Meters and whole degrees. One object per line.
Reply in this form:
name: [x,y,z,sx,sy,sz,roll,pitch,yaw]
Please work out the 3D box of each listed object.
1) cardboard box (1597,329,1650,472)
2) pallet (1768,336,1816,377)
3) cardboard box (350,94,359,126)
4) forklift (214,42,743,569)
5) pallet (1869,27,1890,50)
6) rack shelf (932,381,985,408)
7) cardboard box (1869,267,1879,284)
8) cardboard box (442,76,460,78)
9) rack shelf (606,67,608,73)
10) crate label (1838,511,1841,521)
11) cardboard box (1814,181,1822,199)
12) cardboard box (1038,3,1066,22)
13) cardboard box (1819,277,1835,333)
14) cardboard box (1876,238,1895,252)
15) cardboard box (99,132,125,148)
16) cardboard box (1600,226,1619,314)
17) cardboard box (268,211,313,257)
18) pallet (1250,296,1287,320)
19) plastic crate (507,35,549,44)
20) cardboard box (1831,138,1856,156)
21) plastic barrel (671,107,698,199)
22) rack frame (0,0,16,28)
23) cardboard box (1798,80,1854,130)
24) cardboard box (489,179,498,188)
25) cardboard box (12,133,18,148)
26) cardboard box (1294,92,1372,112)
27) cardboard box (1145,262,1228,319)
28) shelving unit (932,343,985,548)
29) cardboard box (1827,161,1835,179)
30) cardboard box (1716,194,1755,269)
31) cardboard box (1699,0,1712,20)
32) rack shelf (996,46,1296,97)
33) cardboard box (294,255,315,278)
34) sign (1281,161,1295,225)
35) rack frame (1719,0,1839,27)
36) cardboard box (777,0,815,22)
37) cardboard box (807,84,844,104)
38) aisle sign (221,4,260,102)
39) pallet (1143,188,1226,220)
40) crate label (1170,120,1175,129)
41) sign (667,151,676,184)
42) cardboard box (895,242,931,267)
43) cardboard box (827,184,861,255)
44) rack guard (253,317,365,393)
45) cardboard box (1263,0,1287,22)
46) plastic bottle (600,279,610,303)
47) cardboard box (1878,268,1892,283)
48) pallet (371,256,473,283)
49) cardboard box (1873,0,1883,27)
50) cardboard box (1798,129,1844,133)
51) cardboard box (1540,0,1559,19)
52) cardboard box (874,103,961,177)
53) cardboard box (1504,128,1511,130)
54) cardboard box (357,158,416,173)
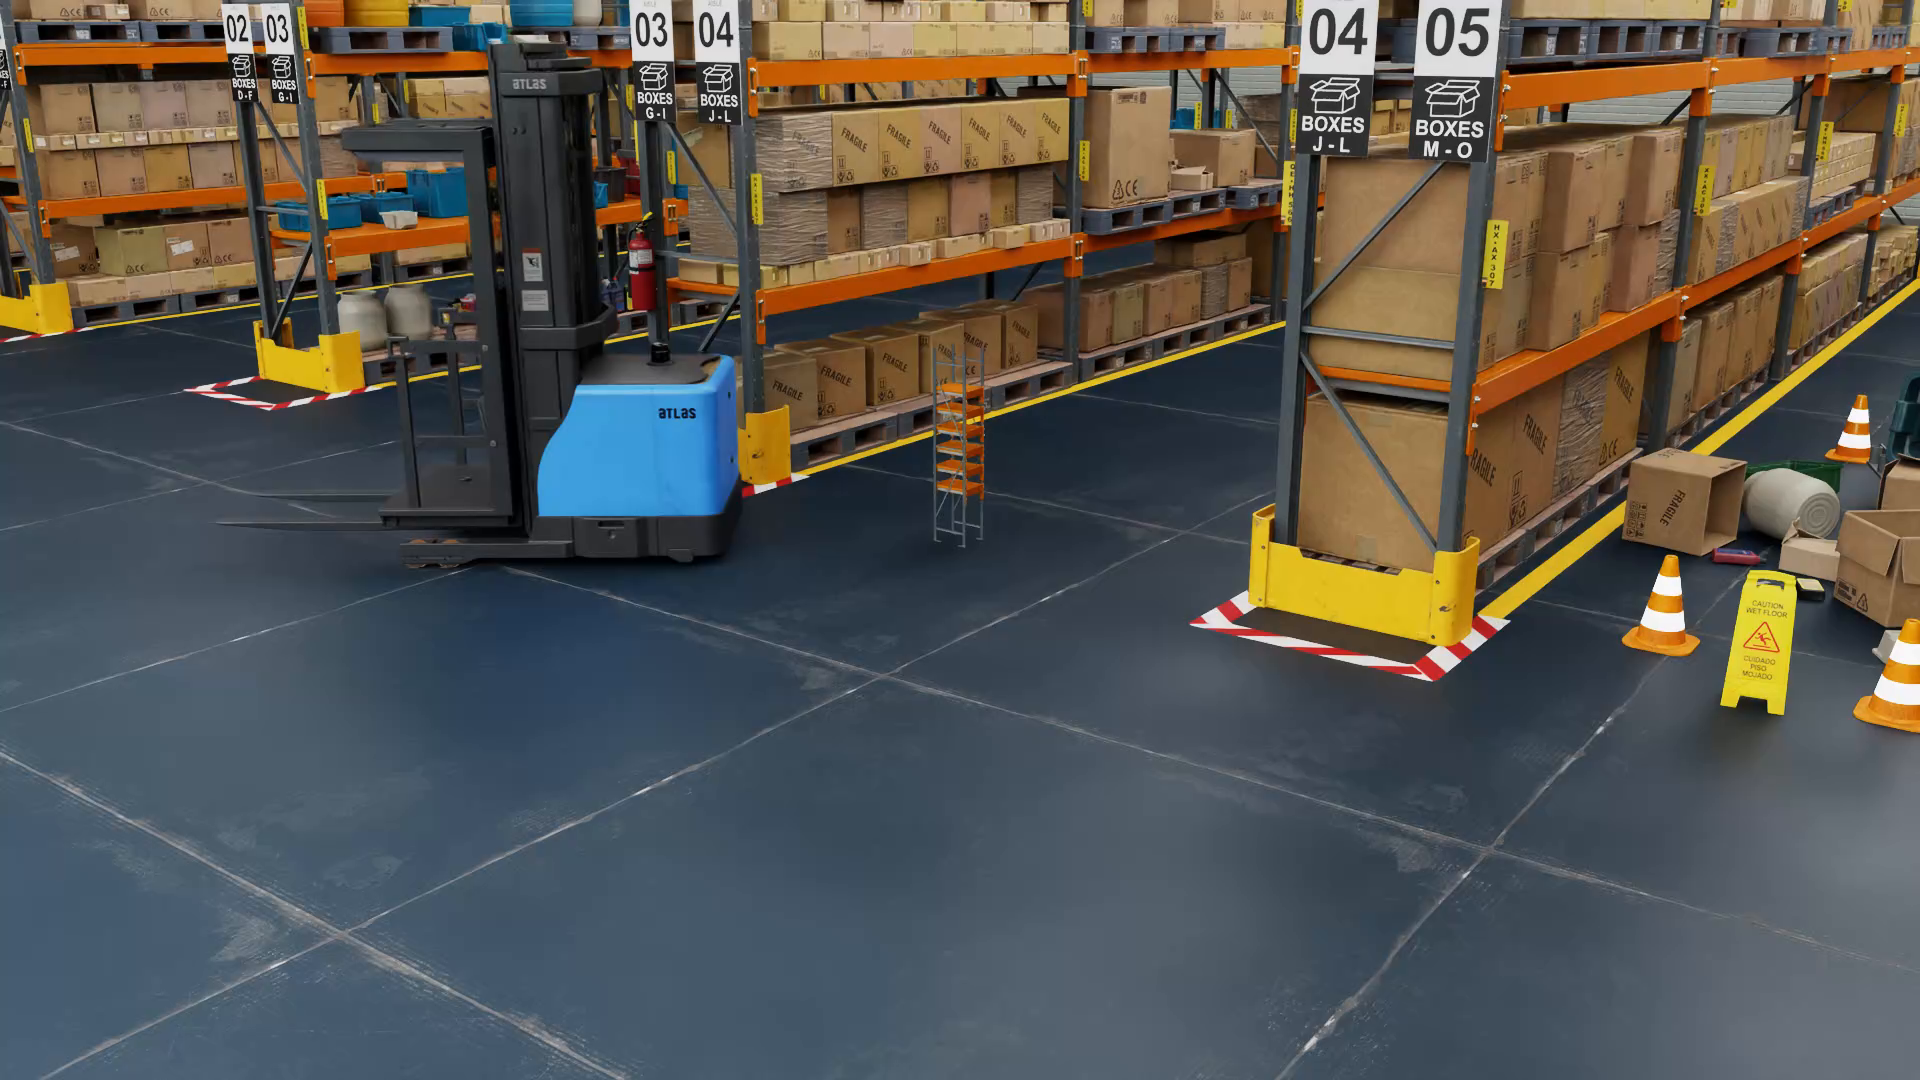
cardboard box: [4.098,-1.031,11.381,0.875,0.875,0.875,13,21,36]
pallet: [7.379,-1.790,15.650,1.003,0.211,1.213,12,21,35]
cardboard box: [-9.529,-6.468,25.104,0.700,0.500,0.500,10,20,30]
forklift: [-2.897,-1.391,9.781,3.031,2.935,1.130,0,17,-1]
pallet: [8.226,-4.855,16.079,1.213,0.211,1.003,12,21,35]
rack shelf: [-0.009,-0.871,9.961,0.258,0.103,0.180,12,21,35]
cardboard box: [9.768,-2.899,18.119,0.380,0.149,0.250,14,22,37]
cardboard box: [-8.264,-7.417,27.103,0.500,0.250,0.500,12,21,33]
rack shelf: [-2.181,-5.324,18.485,1.077,0.370,4.000,12,21,35]
crate label: [5.417,-0.173,10.570,0.298,0.136,0.250,-1,17,-3]
cardboard box: [7.661,-3.215,15.255,0.380,0.149,0.250,14,22,37]
cardboard box: [0.644,-4.306,13.575,0.380,0.149,0.250,13,22,36]
cardboard box: [8.137,-2.309,16.128,0.500,0.500,0.500,12,21,33]
cardboard box: [10.618,-3.424,19.309,0.380,0.149,0.250,13,21,35]
cardboard box: [-9.020,-4.217,17.504,0.380,0.149,0.250,13,21,35]
cardboard box: [3.592,-1.721,10.477,0.875,0.550,0.550,12,21,35]
cardboard box: [-7.756,-3.614,19.488,0.500,0.500,0.500,12,21,35]
pallet: [3.519,-2.679,18.514,1.003,0.211,1.213,12,21,35]
plastic crate: [-4.004,-4.611,15.422,0.243,0.136,0.396,12,21,35]
cardboard box: [8.592,-3.877,16.382,0.380,0.149,0.250,12,21,33]
plastic barrel: [-2.899,-4.036,17.338,0.600,0.901,0.708,12,21,35]
rack frame: [-9.732,-6.547,16.153,1.000,3.000,0.127,12,21,35]
cardboard box: [9.358,-4.715,18.013,0.500,0.500,0.500,12,21,33]
cardboard box: [-7.875,-5.995,27.408,0.750,0.750,0.750,12,21,34]
cardboard box: [-9.657,-4.164,17.333,0.380,0.149,0.250,12,21,34]
cardboard box: [4.222,-4.850,18.943,0.797,0.503,0.637,13,22,36]
cardboard box: [2.285,-2.555,16.886,0.700,0.500,0.500,10,20,30]
shelving unit: [-0.009,-0.570,10.055,0.258,1.200,0.189,12,21,35]
cardboard box: [7.977,-3.486,15.626,0.380,0.149,0.250,12,21,35]
cardboard box: [5.658,-2.347,12.576,0.500,0.500,0.500,12,21,34]
cardboard box: [4.568,-3.400,10.624,0.380,0.149,0.250,12,21,34]
rack shelf: [1.797,-4.449,15.666,1.077,0.370,4.000,12,21,35]
cardboard box: [-7.755,-3.256,19.598,0.500,0.250,0.500,12,21,35]
sign: [1.718,-1.795,8.615,0.100,0.325,0.005,12,21,35]
rack frame: [6.912,-5.800,13.749,1.000,3.000,0.127,12,21,35]
cardboard box: [-1.196,-3.551,11.144,0.380,0.149,0.250,13,21,36]
cardboard box: [-2.075,-7.128,26.284,0.500,0.500,0.500,13,22,36]
aisle sign: [-6.037,-4.083,13.949,0.394,0.787,0.004,12,21,35]
pallet: [1.842,-3.266,16.025,1.003,0.211,1.213,12,21,35]
crate label: [3.366,-6.565,26.506,0.416,0.233,0.303,12,21,35]
sign: [-2.937,-3.791,16.926,0.100,0.325,0.005,12,21,35]
cardboard box: [-0.445,-2.176,12.618,0.380,0.149,0.250,12,21,35]
cardboard box: [-1.227,-2.387,12.202,0.875,0.500,0.500,12,21,35]
rack guard: [-5.748,-1.638,14.677,1.175,0.500,0.348,12,21,35]
cardboard box: [2.905,-5.397,16.496,0.500,0.500,0.500,13,22,36]
plastic bottle: [-3.639,-2.453,16.811,0.144,0.351,0.185,11,20,32]
cardboard box: [10.511,-3.073,19.182,0.380,0.149,0.250,12,21,33]
pallet: [-6.941,-3.485,21.111,1.003,0.211,1.213,12,21,35]
cardboard box: [8.981,-5.498,16.956,0.700,0.500,0.500,12,21,35]
cardboard box: [9.356,-4.243,18.179,0.500,0.500,0.500,12,21,35]
cardboard box: [2.758,-2.677,8.294,0.380,0.149,0.250,13,21,35]
cardboard box: [-0.338,-3.038,12.613,0.500,0.500,0.500,12,21,35]
cardboard box: [7.074,-5.407,22.350,0.500,0.250,0.500,12,21,33]
cardboard box: [-7.090,-4.688,20.535,0.500,0.250,0.500,14,22,38]
